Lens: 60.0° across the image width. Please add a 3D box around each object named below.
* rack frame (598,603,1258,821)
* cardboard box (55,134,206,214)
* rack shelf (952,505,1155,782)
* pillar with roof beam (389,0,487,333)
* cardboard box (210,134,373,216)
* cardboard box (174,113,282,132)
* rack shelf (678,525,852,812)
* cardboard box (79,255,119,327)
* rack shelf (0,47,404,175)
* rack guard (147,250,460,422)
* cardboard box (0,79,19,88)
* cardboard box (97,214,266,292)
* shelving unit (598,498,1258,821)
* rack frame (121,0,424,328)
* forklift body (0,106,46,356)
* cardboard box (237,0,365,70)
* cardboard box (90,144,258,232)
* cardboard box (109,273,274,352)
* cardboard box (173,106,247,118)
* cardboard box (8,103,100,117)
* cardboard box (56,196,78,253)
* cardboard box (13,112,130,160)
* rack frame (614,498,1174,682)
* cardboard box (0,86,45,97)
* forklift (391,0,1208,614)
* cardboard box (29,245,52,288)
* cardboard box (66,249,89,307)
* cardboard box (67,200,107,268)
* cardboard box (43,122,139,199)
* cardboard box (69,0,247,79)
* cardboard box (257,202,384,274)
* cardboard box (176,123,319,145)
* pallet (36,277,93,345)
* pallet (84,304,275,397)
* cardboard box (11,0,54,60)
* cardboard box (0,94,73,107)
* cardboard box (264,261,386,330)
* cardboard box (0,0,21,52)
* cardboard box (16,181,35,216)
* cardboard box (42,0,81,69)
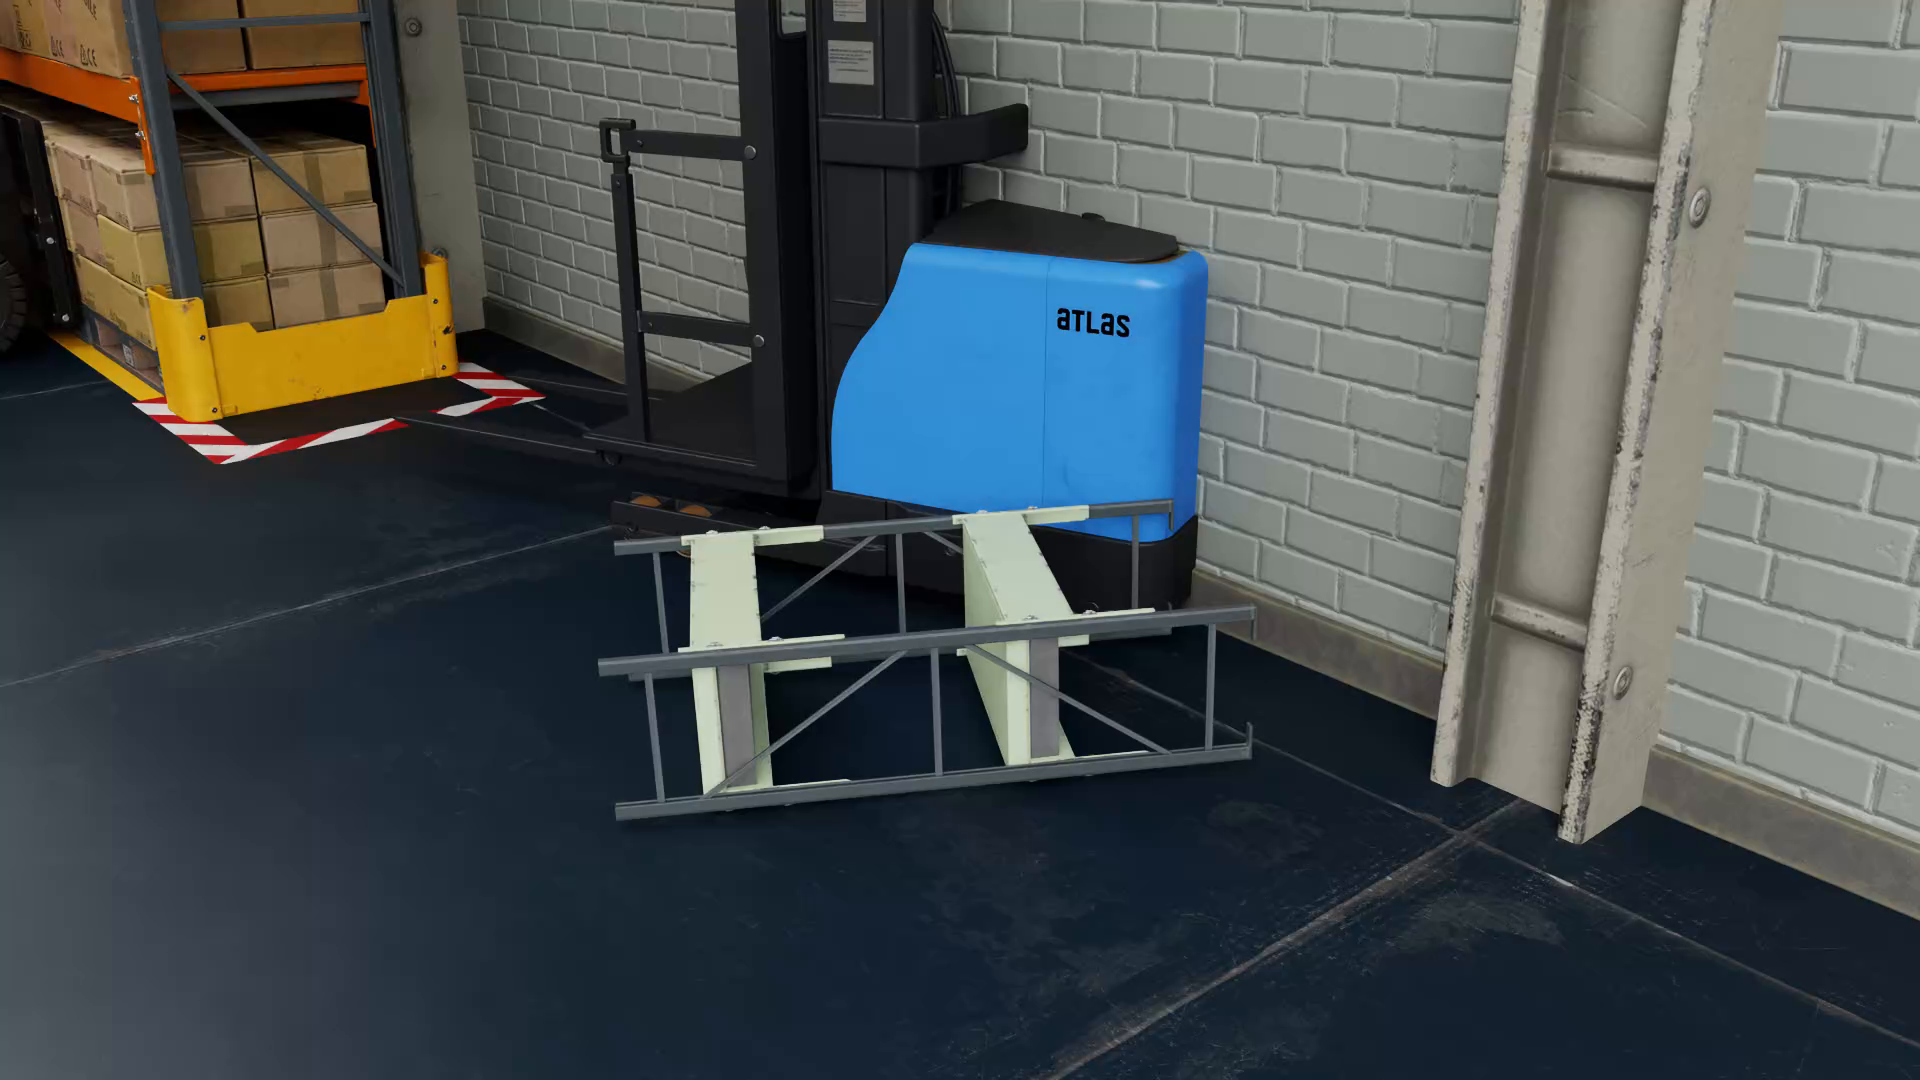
[{"bbox_3d":[-0.050,0.394,3.831,1.500,0.400,0.023,-4,21,-7],"label":"rack frame"},{"bbox_3d":[-3.643,-1.627,7.348,0.500,0.250,0.500,-17,27,-36],"label":"cardboard box"},{"bbox_3d":[0.220,0.238,4.210,0.370,0.431,0.720,-4,21,-7],"label":"rack shelf"},{"bbox_3d":[-5.802,-4.229,3.942,9.100,9.000,0.400,-17,27,-37],"label":"pillar with roof beam"},{"bbox_3d":[-2.939,-1.612,7.310,0.500,0.250,0.500,-18,28,-38],"label":"cardboard box"},{"bbox_3d":[-3.586,-1.890,8.019,0.500,0.250,0.500,-18,27,-38],"label":"cardboard box"},{"bbox_3d":[-0.489,0.294,4.120,0.370,0.431,0.720,-4,21,-7],"label":"rack shelf"},{"bbox_3d":[-3.632,-1.163,7.534,0.500,0.250,0.500,-17,27,-37],"label":"cardboard box"},{"bbox_3d":[-4.074,-2.271,8.155,1.077,0.370,4.000,-17,27,-37],"label":"rack shelf"},{"bbox_3d":[-2.753,-0.883,7.052,1.175,0.500,0.348,-17,27,-37],"label":"rack guard"},{"bbox_3d":[-6.229,-2.606,10.705,0.875,0.625,0.625,-18,28,-38],"label":"cardboard box"},{"bbox_3d":[-3.323,-1.261,7.100,0.500,0.250,0.500,-18,28,-38],"label":"cardboard box"},{"bbox_3d":[-0.103,0.264,4.169,1.500,0.431,0.755,-4,21,-7],"label":"shelving unit"},{"bbox_3d":[-2.769,-2.053,6.613,1.000,3.000,0.127,-17,27,-37],"label":"rack frame"},{"bbox_3d":[-5.388,-1.748,6.997,2.313,2.155,1.214,-17,27,-37],"label":"forklift body"},{"bbox_3d":[-2.882,-2.303,7.113,0.500,0.500,0.500,-16,27,-36],"label":"cardboard box"},{"bbox_3d":[-3.305,-1.487,6.991,0.500,0.250,0.500,-16,27,-36],"label":"cardboard box"},{"bbox_3d":[-3.315,-1.023,7.178,0.500,0.250,0.500,-17,27,-37],"label":"cardboard box"},{"bbox_3d":[-3.915,-2.033,8.385,0.500,0.250,0.500,-18,28,-38],"label":"cardboard box"},{"bbox_3d":[-4.642,-2.052,8.435,0.500,0.250,0.500,-16,27,-36],"label":"cardboard box"},{"bbox_3d":[-3.995,-1.540,7.812,0.500,0.250,0.500,-18,28,-39],"label":"cardboard box"},{"bbox_3d":[-4.305,-1.906,8.060,0.500,0.250,0.500,-18,28,-38],"label":"cardboard box"},{"bbox_3d":[-0.156,0.133,4.507,1.500,0.400,0.023,-4,21,-7],"label":"rack frame"},{"bbox_3d":[-5.302,-2.331,9.145,0.500,0.250,0.500,-18,28,-38],"label":"cardboard box"},{"bbox_3d":[-0.561,-1.467,5.212,3.031,2.935,1.130,10,24,25],"label":"forklift"},{"bbox_3d":[-4.308,-1.441,8.245,0.500,0.250,0.500,-16,27,-36],"label":"cardboard box"},{"bbox_3d":[-3.952,-1.303,7.892,0.500,0.250,0.500,-17,27,-37],"label":"cardboard box"},{"bbox_3d":[-3.642,-1.402,7.461,0.500,0.250,0.500,-18,28,-38],"label":"cardboard box"},{"bbox_3d":[-3.980,-1.764,7.698,0.500,0.250,0.500,-17,27,-37],"label":"cardboard box"},{"bbox_3d":[-3.289,-2.173,6.783,0.500,0.500,0.500,-18,28,-39],"label":"cardboard box"},{"bbox_3d":[-2.918,-1.381,7.405,0.500,0.250,0.500,-17,27,-36],"label":"cardboard box"},{"bbox_3d":[-3.268,-1.749,7.660,0.500,0.250,0.500,-17,27,-37],"label":"cardboard box"},{"bbox_3d":[-4.092,-1.293,8.496,1.003,0.211,1.213,-17,27,-37],"label":"pallet"},{"bbox_3d":[-3.300,-0.956,7.636,1.003,0.211,1.213,-17,27,-37],"label":"pallet"},{"bbox_3d":[-3.955,-2.460,7.515,0.500,0.500,0.500,-18,28,-38],"label":"cardboard box"},{"bbox_3d":[-4.975,-2.187,8.779,0.500,0.250,0.500,-17,27,-37],"label":"cardboard box"},{"bbox_3d":[-2.941,-1.151,7.503,0.500,0.250,0.500,-17,27,-37],"label":"cardboard box"},{"bbox_3d":[-4.292,-2.597,7.863,0.500,0.500,0.500,-17,27,-37],"label":"cardboard box"},{"bbox_3d":[-4.319,-1.679,8.167,0.500,0.250,0.500,-18,27,-38],"label":"cardboard box"},{"bbox_3d":[-3.620,-2.319,7.154,0.500,0.500,0.500,-16,27,-36],"label":"cardboard box"}]
